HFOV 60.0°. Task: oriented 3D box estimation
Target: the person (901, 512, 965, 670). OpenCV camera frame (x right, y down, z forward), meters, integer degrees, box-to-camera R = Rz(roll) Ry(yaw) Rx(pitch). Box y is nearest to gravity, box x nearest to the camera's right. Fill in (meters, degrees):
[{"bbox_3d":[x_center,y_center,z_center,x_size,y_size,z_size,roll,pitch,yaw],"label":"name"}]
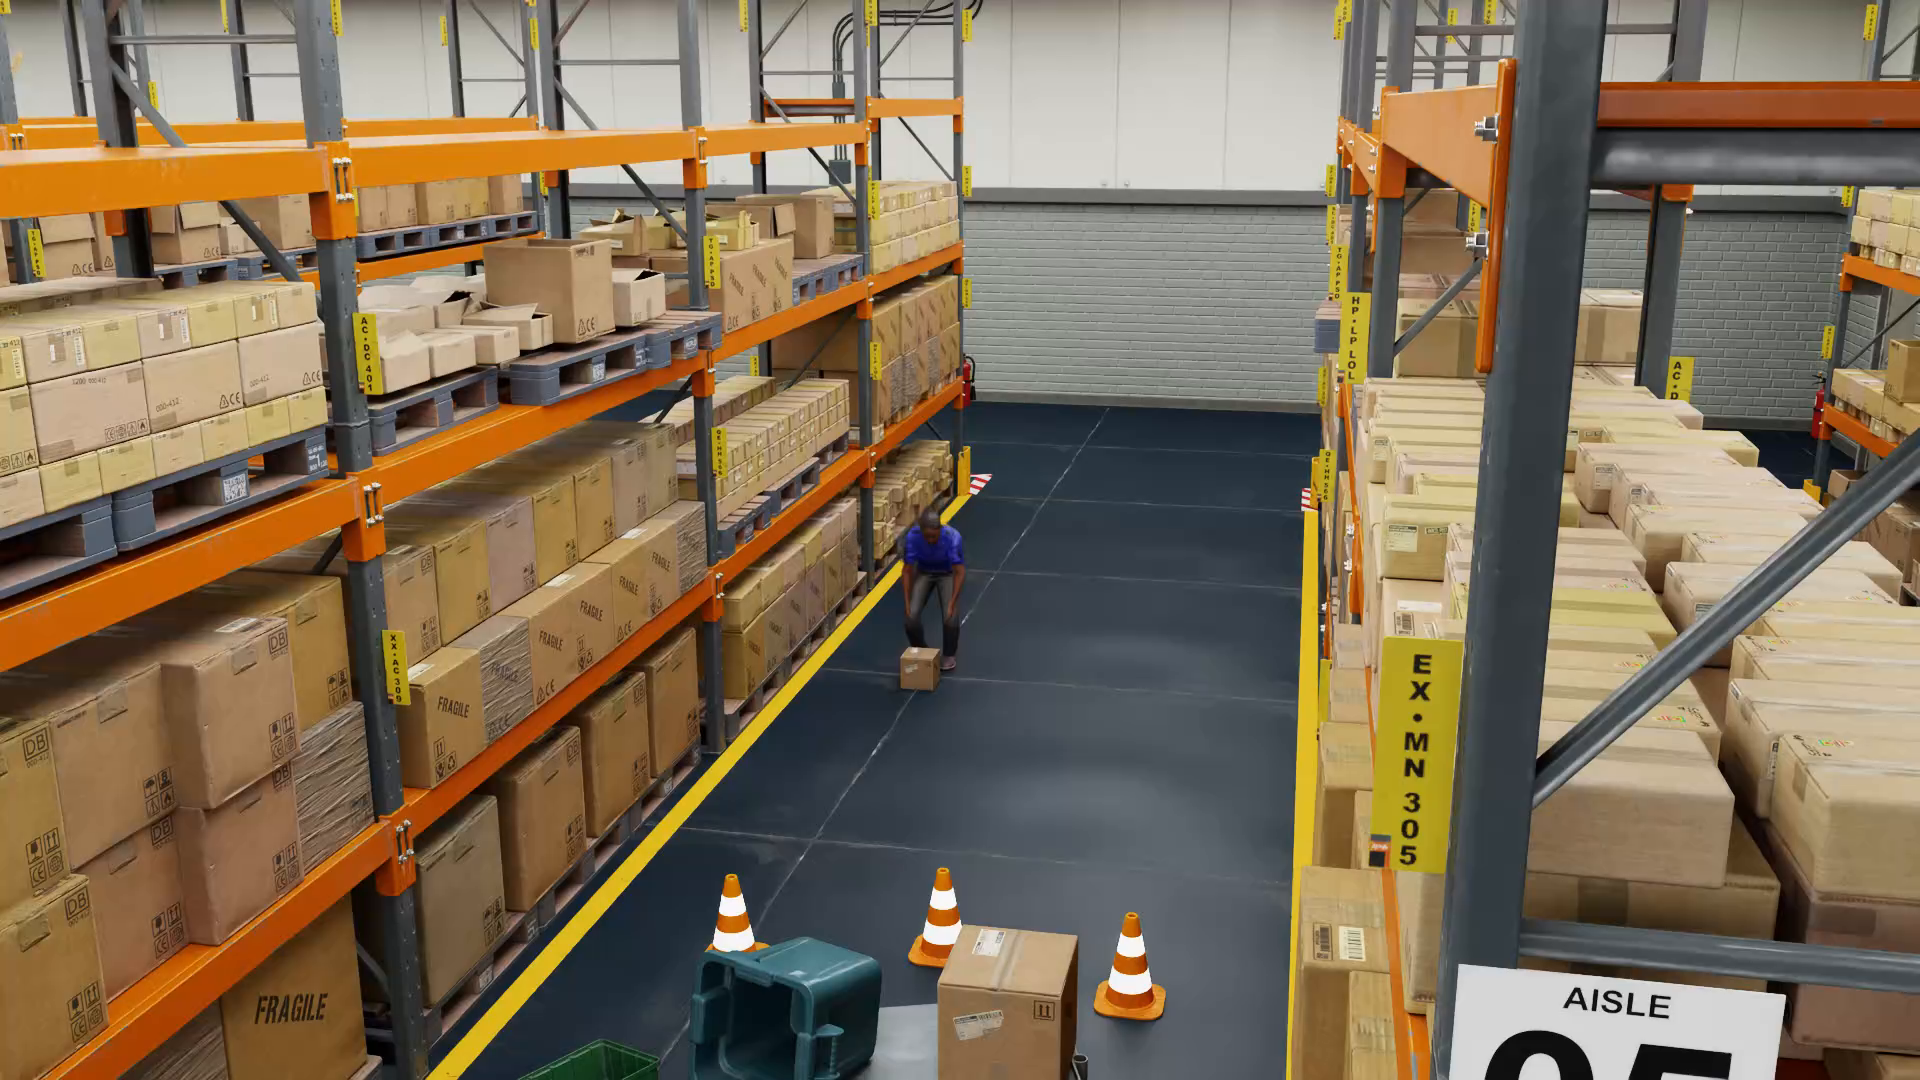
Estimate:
[{"bbox_3d":[-0.183,0.365,12.853,0.497,1.303,0.669,3,15,11],"label":"person"}]
